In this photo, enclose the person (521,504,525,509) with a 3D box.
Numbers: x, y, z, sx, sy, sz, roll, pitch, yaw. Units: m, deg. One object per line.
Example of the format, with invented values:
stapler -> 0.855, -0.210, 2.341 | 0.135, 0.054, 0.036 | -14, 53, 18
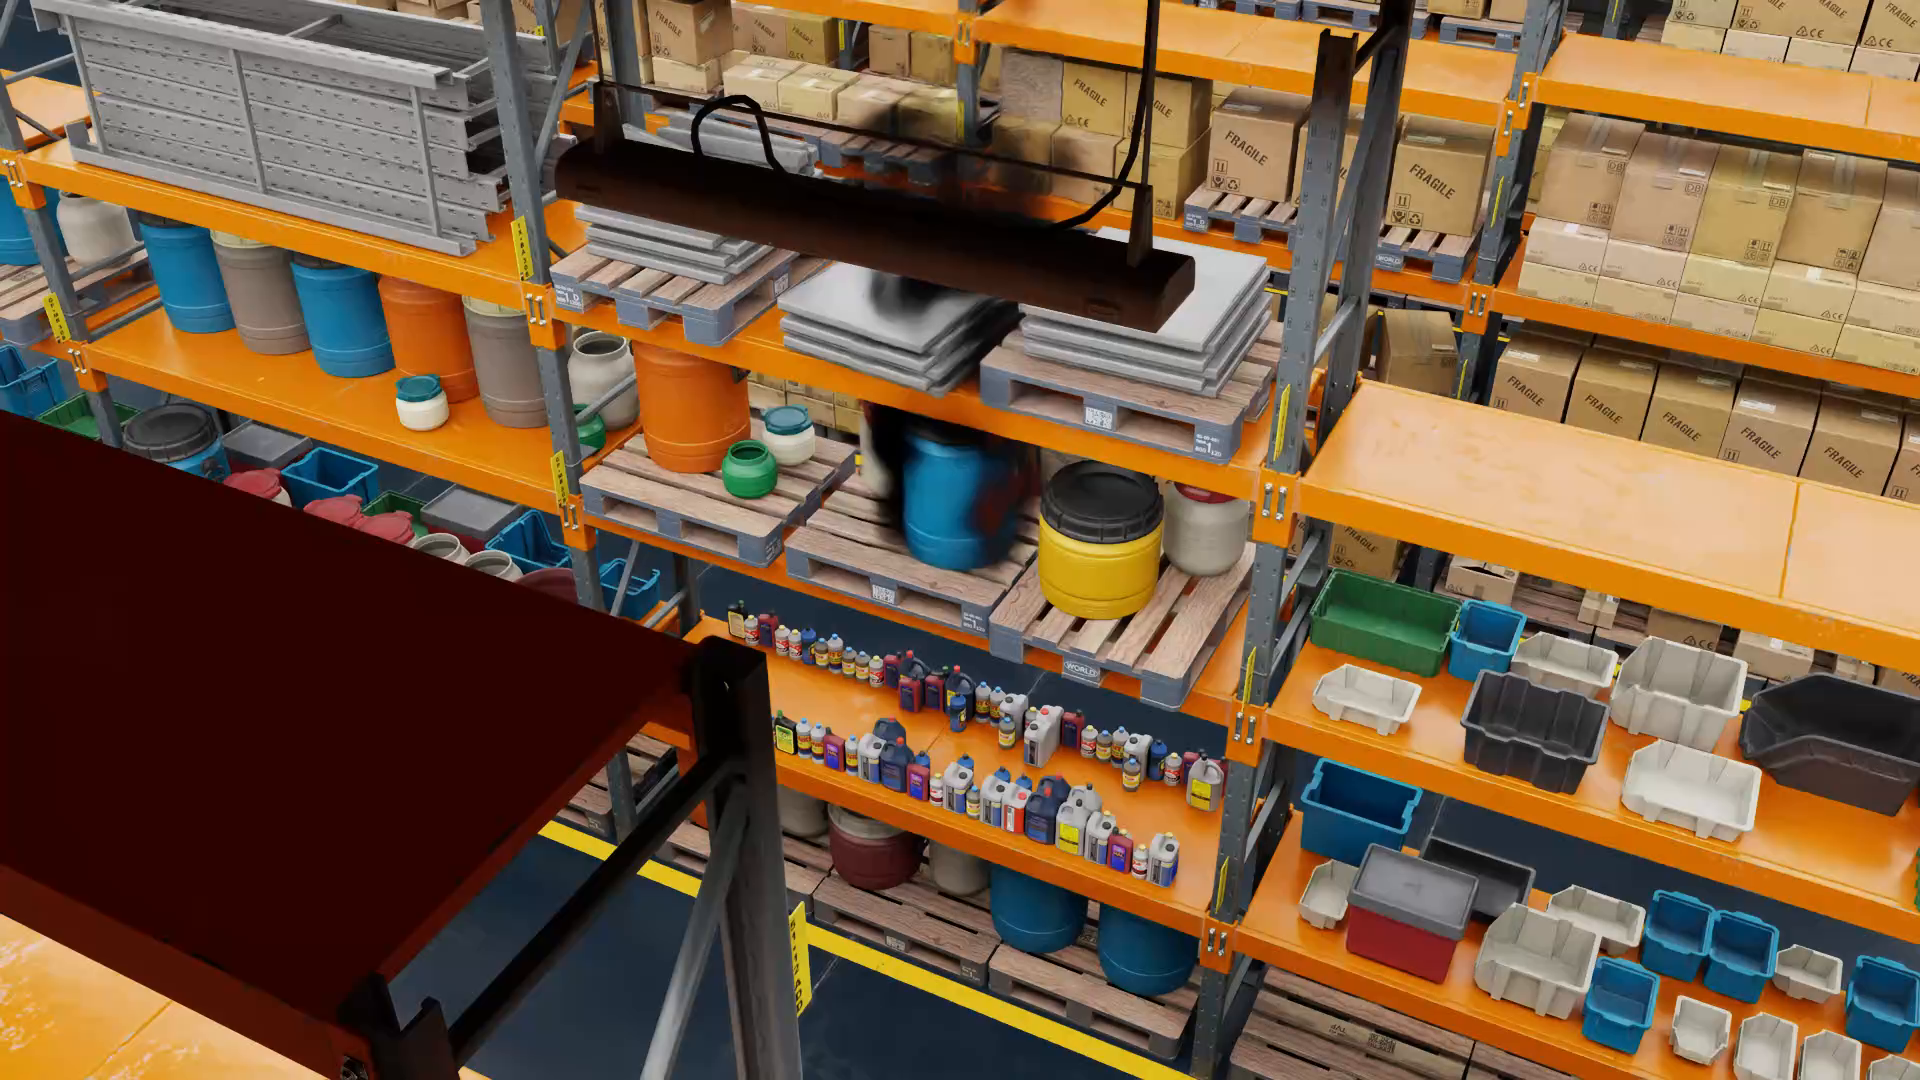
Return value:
person -> -3.555, -0.302, 12.871 | 0.546, 1.621, 0.628 | 19, 39, 25
